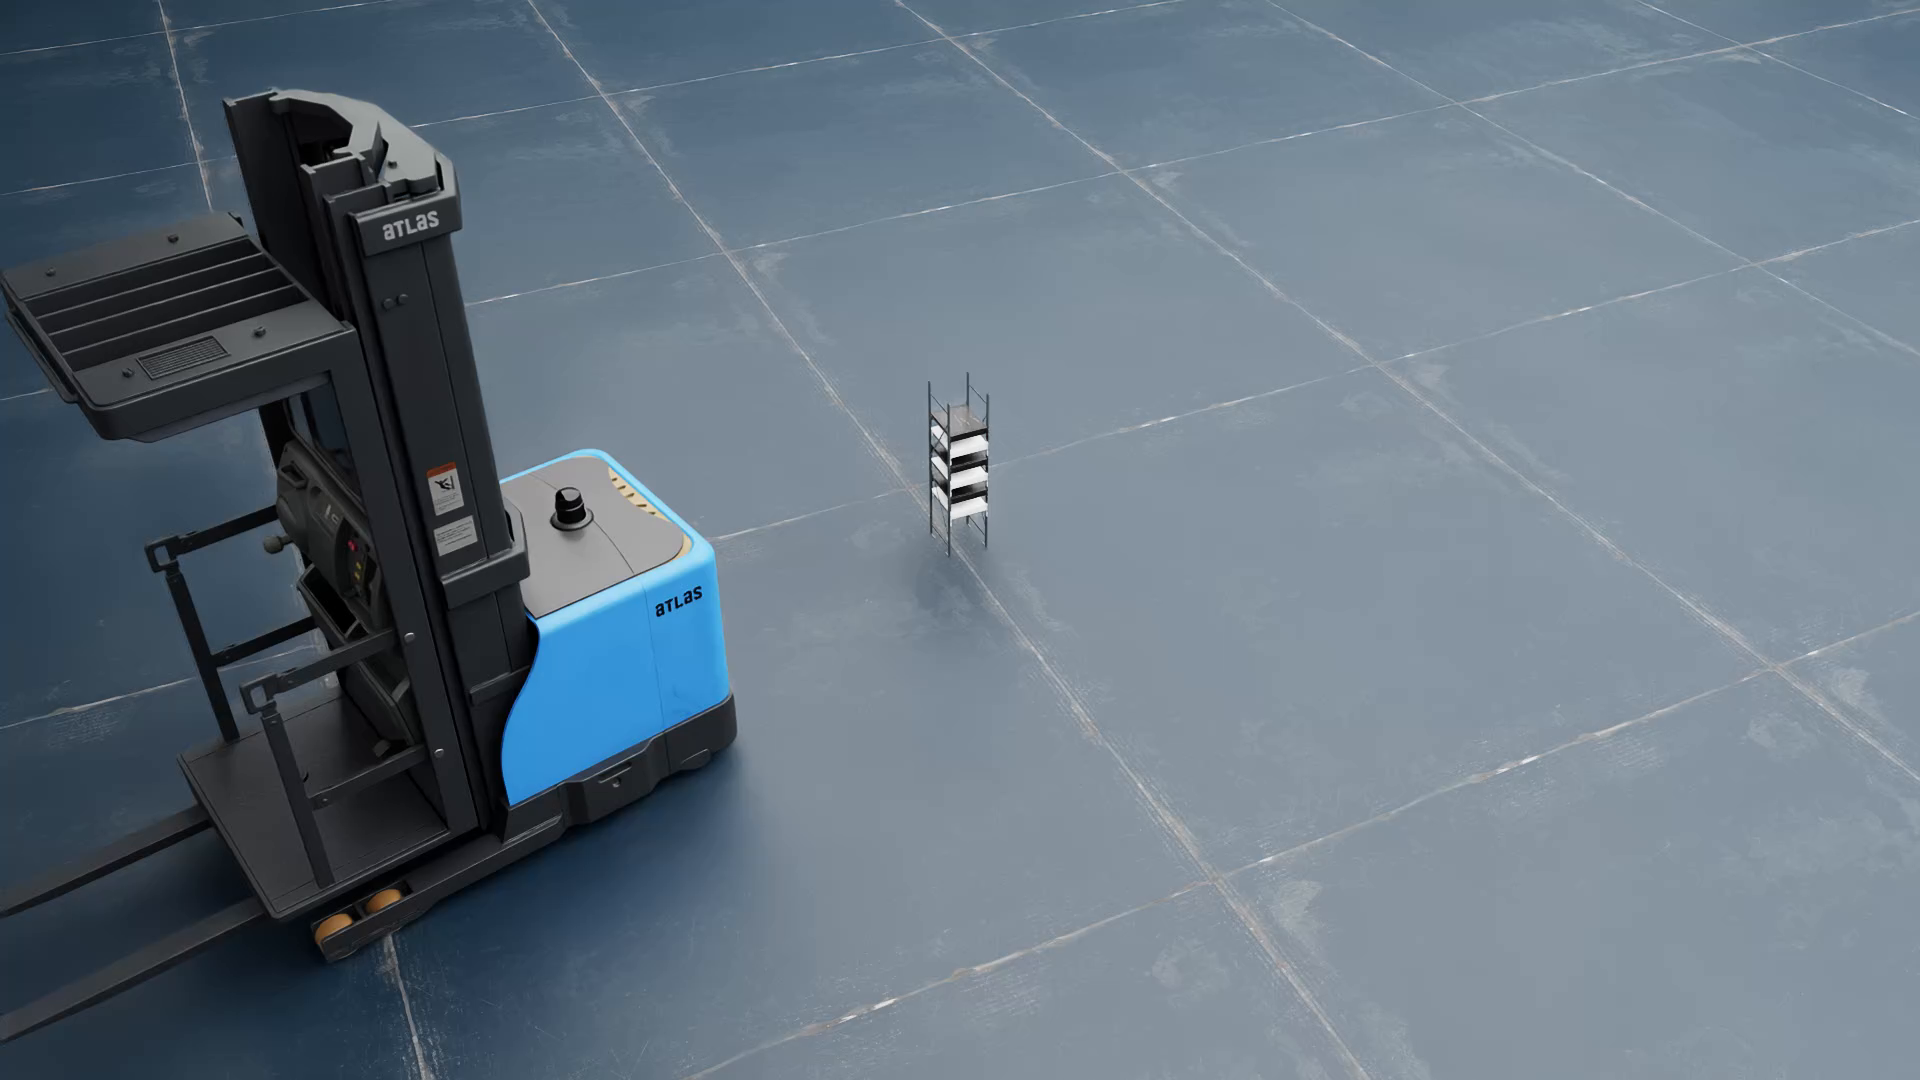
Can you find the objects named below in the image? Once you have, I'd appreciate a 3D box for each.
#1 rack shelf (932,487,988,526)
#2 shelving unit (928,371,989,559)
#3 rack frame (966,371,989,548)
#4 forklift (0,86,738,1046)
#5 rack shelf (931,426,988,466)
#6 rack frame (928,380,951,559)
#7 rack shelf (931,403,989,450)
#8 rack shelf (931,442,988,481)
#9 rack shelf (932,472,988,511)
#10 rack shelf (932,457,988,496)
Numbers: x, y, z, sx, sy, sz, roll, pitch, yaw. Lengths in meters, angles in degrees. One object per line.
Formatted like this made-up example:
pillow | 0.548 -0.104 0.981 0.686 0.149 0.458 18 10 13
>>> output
rack shelf | -0.007 -0.188 8.249 0.200 0.077 0.258 -16 39 -20
shelving unit | -0.007 -0.359 8.122 0.210 0.900 0.258 -16 39 -20
rack frame | 0.085 -0.385 8.157 0.006 0.900 0.240 -16 39 -20
forklift | -2.424 0.041 5.877 3.031 2.935 1.130 -25 44 -30
rack shelf | -0.007 -0.477 8.035 0.200 0.077 0.258 -16 39 -20
rack frame | -0.099 -0.334 8.088 0.006 0.900 0.240 -16 39 -20
rack shelf | -0.007 -0.549 7.981 0.200 0.077 0.258 -16 39 -20
rack shelf | -0.007 -0.405 8.088 0.200 0.077 0.258 -16 39 -20
rack shelf | -0.007 -0.260 8.196 0.200 0.077 0.258 -16 39 -20
rack shelf | -0.007 -0.333 8.142 0.200 0.077 0.258 -16 39 -20
